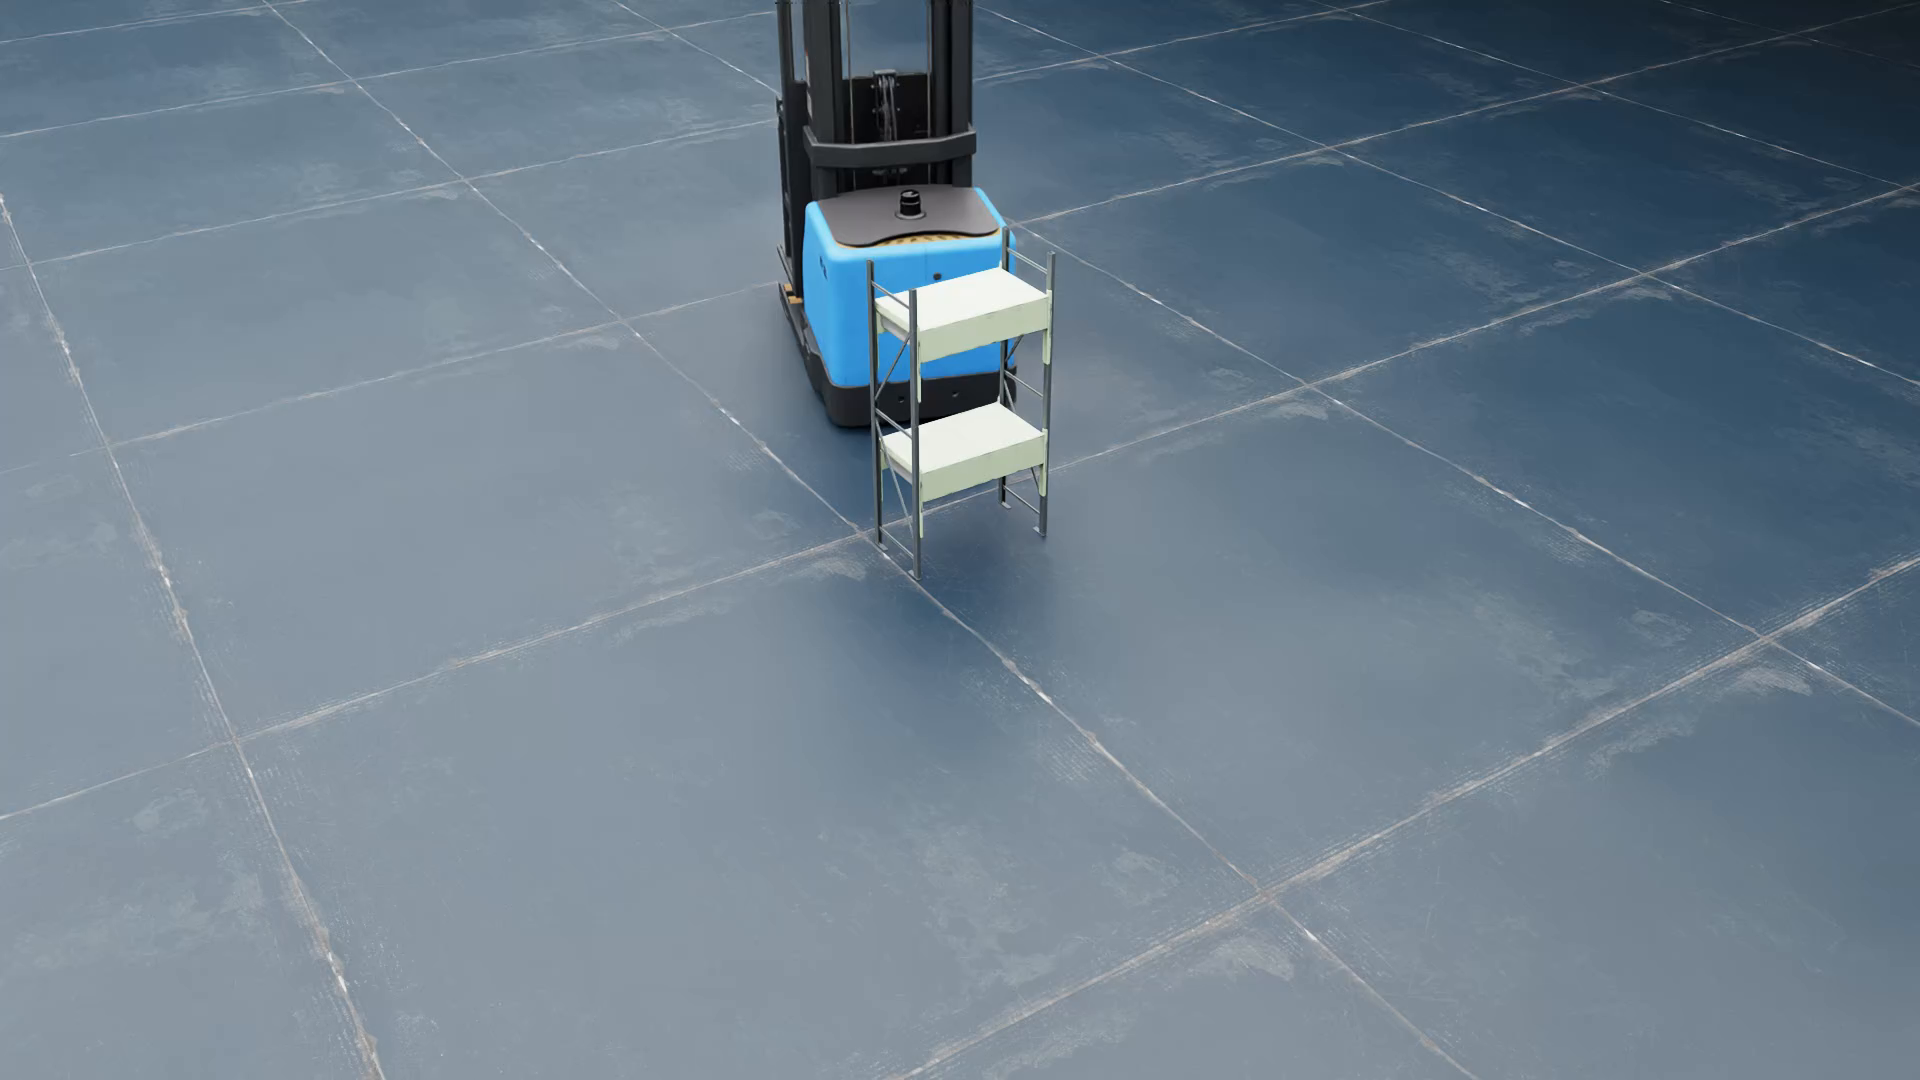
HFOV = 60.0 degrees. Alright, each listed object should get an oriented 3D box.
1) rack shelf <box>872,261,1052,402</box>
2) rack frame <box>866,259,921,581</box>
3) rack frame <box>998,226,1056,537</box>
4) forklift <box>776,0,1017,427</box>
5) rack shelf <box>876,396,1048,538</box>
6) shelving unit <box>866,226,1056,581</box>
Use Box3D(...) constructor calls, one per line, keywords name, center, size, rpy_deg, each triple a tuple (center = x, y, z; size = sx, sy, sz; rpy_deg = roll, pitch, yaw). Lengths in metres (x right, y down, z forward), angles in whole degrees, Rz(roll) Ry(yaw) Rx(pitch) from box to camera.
Box3D(name="rack shelf", center=(0.006, -0.966, 7.645), size=(0.720, 0.370, 0.431), rpy_deg=(-19, 37, -27))
Box3D(name="rack frame", center=(-0.302, -0.530, 7.685), size=(0.023, 1.500, 0.400), rpy_deg=(-19, 37, -27))
Box3D(name="rack frame", center=(0.313, -0.742, 8.021), size=(0.023, 1.500, 0.400), rpy_deg=(-19, 37, -27))
Box3D(name="forklift", center=(-0.526, -2.638, 9.684), size=(1.130, 2.935, 3.031), rpy_deg=(-7, 33, -11))
Box3D(name="rack shelf", center=(0.006, -0.361, 8.027), size=(0.720, 0.370, 0.431), rpy_deg=(-19, 37, -27))
Box3D(name="shelving unit", center=(0.006, -0.636, 7.853), size=(0.755, 1.500, 0.431), rpy_deg=(-19, 37, -27))
